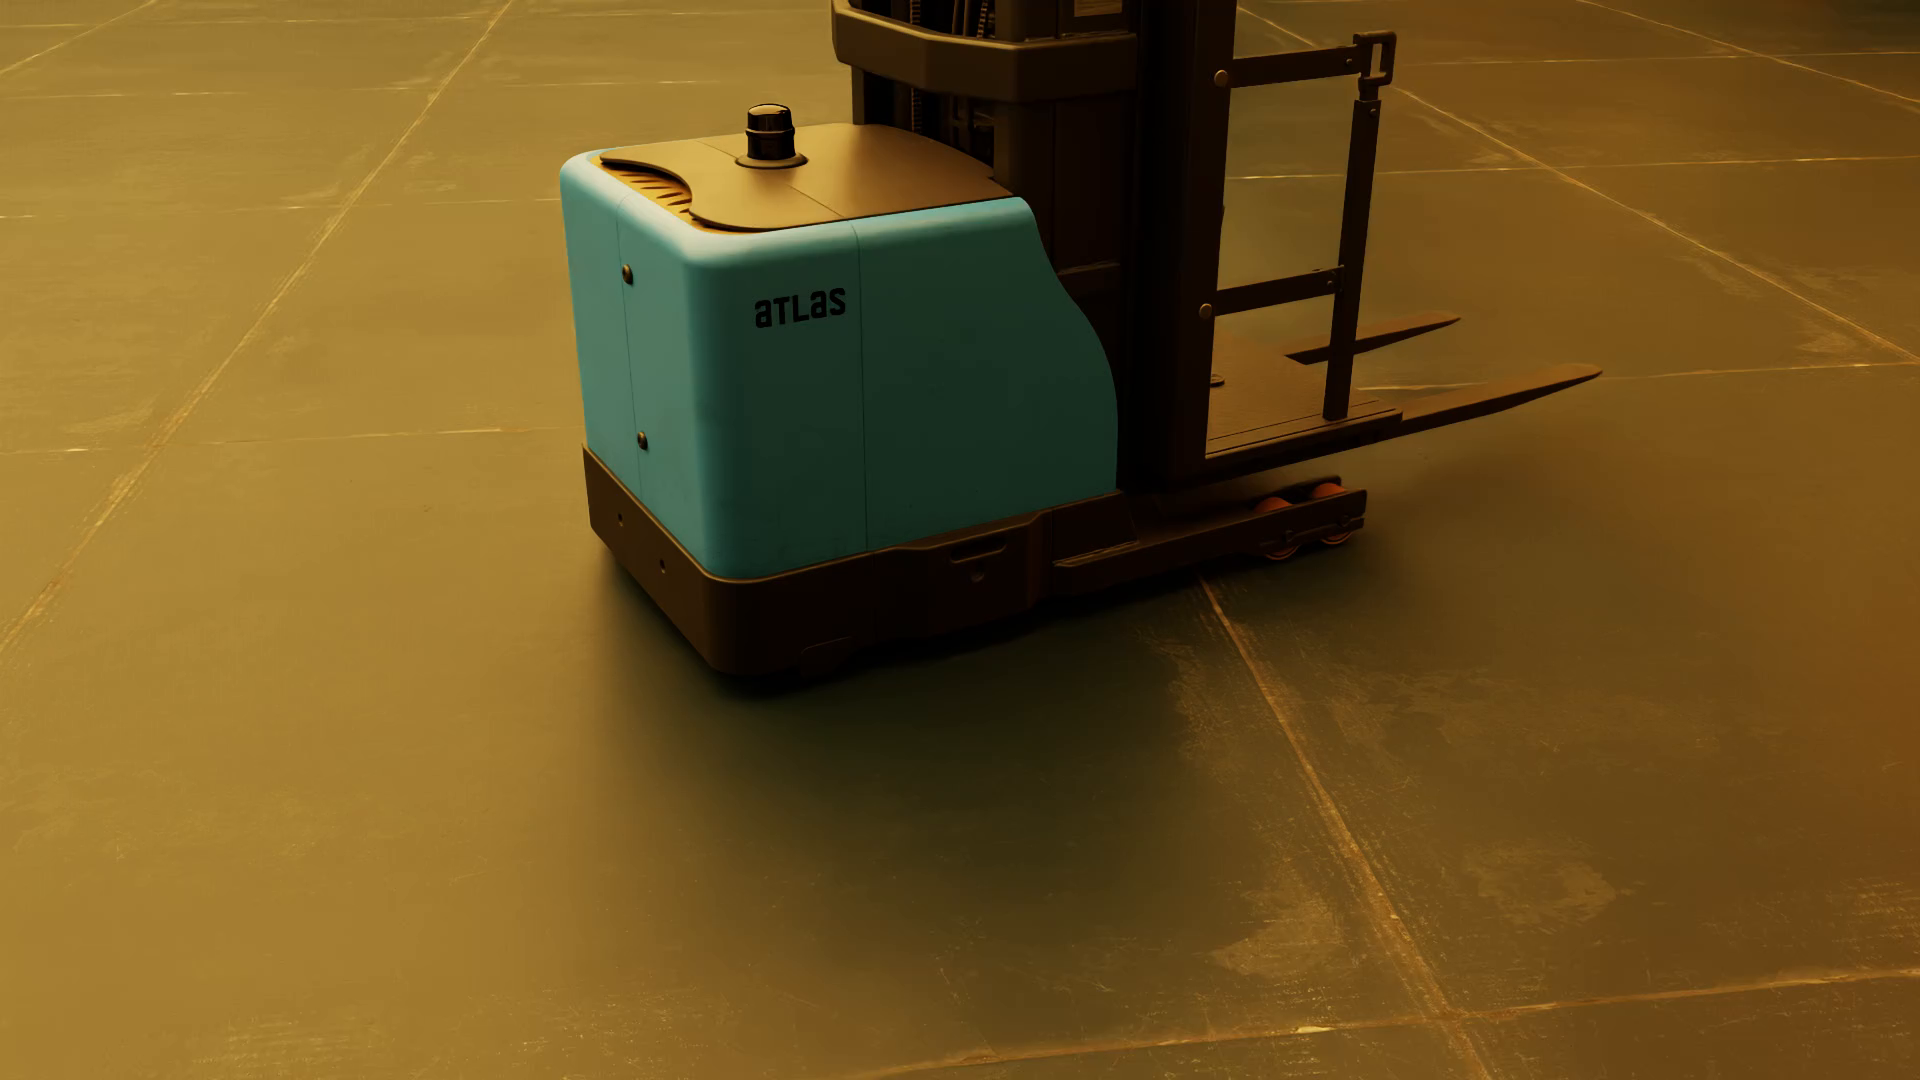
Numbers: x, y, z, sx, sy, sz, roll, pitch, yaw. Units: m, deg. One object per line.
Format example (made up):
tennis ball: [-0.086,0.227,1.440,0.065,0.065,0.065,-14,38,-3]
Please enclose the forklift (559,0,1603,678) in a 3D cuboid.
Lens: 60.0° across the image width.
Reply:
forklift: [0.529,-1.451,4.240,3.031,2.935,1.130,-14,29,-26]
